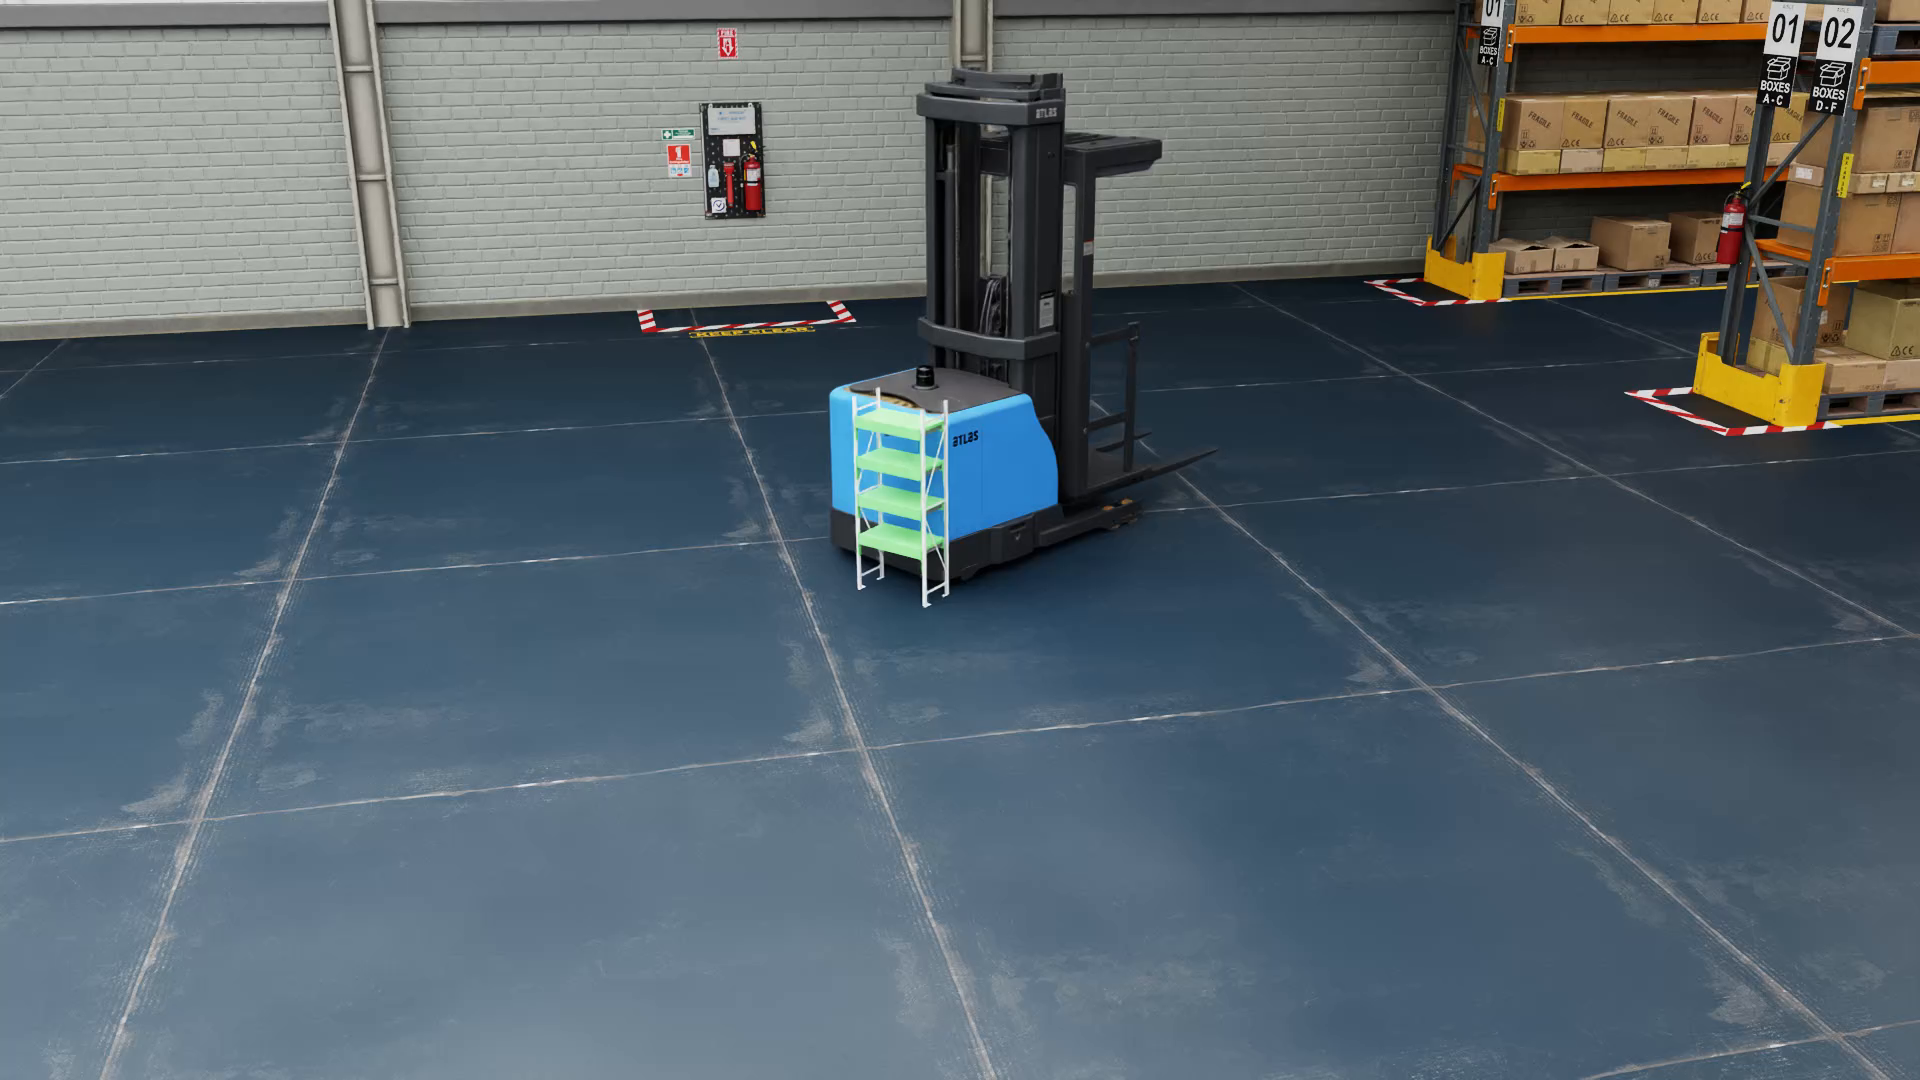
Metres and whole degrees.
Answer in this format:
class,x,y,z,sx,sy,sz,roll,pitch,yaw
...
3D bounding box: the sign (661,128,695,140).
class,x,y,z,sx,sy,sz,roll,pitch,yaw
sign,-2.858,-4.116,16.867,0.331,0.109,0.001,-5,21,-12

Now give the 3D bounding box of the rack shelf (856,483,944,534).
class,x,y,z,sx,sy,sz,roll,pitch,yaw
rack shelf,-0.343,-0.189,9.768,0.480,0.148,0.258,14,25,33

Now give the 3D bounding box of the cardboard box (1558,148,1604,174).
class,x,y,z,sx,sy,sz,roll,pitch,yaw
cardboard box,6.518,-4.092,17.813,0.500,0.250,0.500,-5,21,-14

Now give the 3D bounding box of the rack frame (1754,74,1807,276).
class,x,y,z,sx,sy,sz,roll,pitch,yaw
rack frame,9.361,-4.491,18.715,0.127,3.000,1.000,-5,21,-12

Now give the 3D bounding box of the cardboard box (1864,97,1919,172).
class,x,y,z,sx,sy,sz,roll,pitch,yaw
cardboard box,7.631,-3.253,13.303,0.500,0.500,0.700,-5,21,-14

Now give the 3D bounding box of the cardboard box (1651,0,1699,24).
class,x,y,z,sx,sy,sz,roll,pitch,yaw
cardboard box,7.403,-5.705,17.492,0.500,0.500,0.500,-3,20,-9

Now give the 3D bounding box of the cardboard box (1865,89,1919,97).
class,x,y,z,sx,sy,sz,roll,pitch,yaw
cardboard box,10.409,-4.816,18.815,0.500,0.500,0.700,-3,20,-7

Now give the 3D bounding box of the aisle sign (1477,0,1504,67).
class,x,y,z,sx,sy,sz,roll,pitch,yaw
aisle sign,5.467,-5.289,17.113,0.004,0.787,0.394,-5,21,-12

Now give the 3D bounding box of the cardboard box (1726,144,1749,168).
class,x,y,z,sx,sy,sz,roll,pitch,yaw
cardboard box,8.483,-4.255,18.258,0.500,0.250,0.500,-5,21,-12

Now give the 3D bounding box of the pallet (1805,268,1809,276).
class,x,y,z,sx,sy,sz,roll,pitch,yaw
pallet,10.118,-3.244,19.364,1.213,0.211,1.003,-5,21,-12

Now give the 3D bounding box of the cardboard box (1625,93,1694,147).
class,x,y,z,sx,sy,sz,roll,pitch,yaw
cardboard box,7.489,-4.522,17.898,0.500,0.500,0.500,-4,20,-11

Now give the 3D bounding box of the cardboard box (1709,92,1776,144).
class,x,y,z,sx,sy,sz,roll,pitch,yaw
cardboard box,8.488,-4.600,18.110,0.500,0.500,0.500,-5,21,-13

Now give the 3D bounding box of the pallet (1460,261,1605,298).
class,x,y,z,sx,sy,sz,roll,pitch,yaw
pallet,6.341,-2.924,18.490,1.213,0.211,1.003,-5,21,-12

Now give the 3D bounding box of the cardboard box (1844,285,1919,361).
class,x,y,z,sx,sy,sz,roll,pitch,yaw
cardboard box,7.671,-1.783,13.619,0.500,0.500,0.500,-5,21,-12

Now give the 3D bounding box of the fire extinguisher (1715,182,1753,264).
class,x,y,z,sx,sy,sz,roll,pitch,yaw
fire extinguisher,6.390,-2.627,13.737,0.183,0.674,0.296,-5,21,-12

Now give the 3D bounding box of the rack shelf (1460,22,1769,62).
class,x,y,z,sx,sy,sz,roll,pitch,yaw
rack shelf,7.415,-5.404,17.890,4.000,0.370,1.077,-5,21,-12

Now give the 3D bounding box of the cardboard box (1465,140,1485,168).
class,x,y,z,sx,sy,sz,roll,pitch,yaw
cardboard box,5.878,-4.216,18.151,0.500,0.250,0.500,-4,21,-12

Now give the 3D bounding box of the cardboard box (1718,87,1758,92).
class,x,y,z,sx,sy,sz,roll,pitch,yaw
cardboard box,8.855,-4.815,18.697,0.500,0.500,0.500,-5,21,-14

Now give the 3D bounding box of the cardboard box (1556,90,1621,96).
class,x,y,z,sx,sy,sz,roll,pitch,yaw
cardboard box,6.872,-4.653,18.255,0.500,0.500,0.500,-5,21,-14

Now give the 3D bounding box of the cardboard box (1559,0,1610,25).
class,x,y,z,sx,sy,sz,roll,pitch,yaw
cardboard box,6.382,-5.613,17.241,0.500,0.500,0.500,-3,20,-9

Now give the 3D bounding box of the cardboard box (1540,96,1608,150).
class,x,y,z,sx,sy,sz,roll,pitch,yaw
cardboard box,6.485,-4.439,17.670,0.500,0.500,0.500,-5,21,-12

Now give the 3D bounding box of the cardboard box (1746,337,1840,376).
class,x,y,z,sx,sy,sz,roll,pitch,yaw
cardboard box,7.066,-1.564,14.111,0.500,0.250,0.500,-5,21,-12

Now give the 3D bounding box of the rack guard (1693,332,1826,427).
class,x,y,z,sx,sy,sz,roll,pitch,yaw
rack guard,6.588,-1.341,13.749,0.348,0.500,1.175,-5,21,-12

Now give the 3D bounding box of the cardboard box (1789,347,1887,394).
class,x,y,z,sx,sy,sz,roll,pitch,yaw
cardboard box,7.185,-1.391,13.638,0.500,0.250,0.500,-5,21,-12

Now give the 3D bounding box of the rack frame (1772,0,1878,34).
class,x,y,z,sx,sy,sz,roll,pitch,yaw
rack frame,6.612,-5.334,12.293,0.127,3.000,1.000,-5,21,-12

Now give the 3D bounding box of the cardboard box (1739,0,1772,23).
class,x,y,z,sx,sy,sz,roll,pitch,yaw
cardboard box,8.431,-5.798,17.745,0.500,0.500,0.500,-6,21,-17

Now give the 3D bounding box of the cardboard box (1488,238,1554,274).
class,x,y,z,sx,sy,sz,roll,pitch,yaw
cardboard box,6.162,-3.143,18.304,0.500,0.311,0.500,-7,21,-19

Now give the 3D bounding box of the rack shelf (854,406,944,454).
class,x,y,z,sx,sy,sz,roll,pitch,yaw
rack shelf,-0.345,-0.638,9.600,0.480,0.148,0.258,14,25,33

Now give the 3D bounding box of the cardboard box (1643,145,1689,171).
class,x,y,z,sx,sy,sz,roll,pitch,yaw
cardboard box,7.508,-4.170,18.025,0.500,0.250,0.500,-4,21,-12

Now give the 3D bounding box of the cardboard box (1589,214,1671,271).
class,x,y,z,sx,sy,sz,roll,pitch,yaw
cardboard box,7.442,-3.319,18.508,0.500,0.500,0.700,-6,21,-16

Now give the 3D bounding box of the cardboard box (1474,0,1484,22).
class,x,y,z,sx,sy,sz,roll,pitch,yaw
cardboard box,5.816,-5.757,17.635,0.500,0.500,0.500,-3,20,-9

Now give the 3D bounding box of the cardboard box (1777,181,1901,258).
class,x,y,z,sx,sy,sz,roll,pitch,yaw
cardboard box,7.069,-2.596,13.396,0.500,0.500,0.700,-5,21,-12

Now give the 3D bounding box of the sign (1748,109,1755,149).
class,x,y,z,sx,sy,sz,roll,pitch,yaw
sign,6.500,-3.355,13.583,0.005,0.325,0.100,-5,21,-12

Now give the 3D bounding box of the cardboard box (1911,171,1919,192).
class,x,y,z,sx,sy,sz,roll,pitch,yaw
cardboard box,7.543,-2.868,13.196,0.250,0.149,0.380,-5,21,-12

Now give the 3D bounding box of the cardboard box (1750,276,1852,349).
class,x,y,z,sx,sy,sz,roll,pitch,yaw
cardboard box,7.065,-1.917,13.984,0.500,0.500,0.500,-5,21,-12

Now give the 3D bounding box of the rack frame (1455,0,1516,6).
class,x,y,z,sx,sy,sz,roll,pitch,yaw
rack frame,5.468,-6.992,16.818,0.127,3.000,1.000,-5,21,-12

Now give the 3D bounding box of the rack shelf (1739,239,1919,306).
class,x,y,z,sx,sy,sz,roll,pitch,yaw
rack shelf,8.558,-2.337,13.880,4.000,0.370,1.077,-5,21,-12

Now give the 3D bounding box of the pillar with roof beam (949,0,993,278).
class,x,y,z,sx,sy,sz,roll,pitch,yaw
pillar with roof beam,1.102,-5.421,12.530,0.400,9.000,9.100,-5,21,-12

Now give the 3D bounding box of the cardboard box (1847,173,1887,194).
class,x,y,z,sx,sy,sz,roll,pitch,yaw
cardboard box,7.043,-2.827,13.084,0.250,0.149,0.380,-5,21,-13

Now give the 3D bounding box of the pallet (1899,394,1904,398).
class,x,y,z,sx,sy,sz,roll,pitch,yaw
pallet,8.531,-1.377,14.268,1.213,0.211,1.003,-5,21,-12

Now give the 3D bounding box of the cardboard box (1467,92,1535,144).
class,x,y,z,sx,sy,sz,roll,pitch,yaw
cardboard box,5.878,-4.574,18.040,0.500,0.500,0.500,-5,21,-13

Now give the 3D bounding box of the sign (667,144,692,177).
class,x,y,z,sx,sy,sz,roll,pitch,yaw
sign,-2.864,-3.869,16.965,0.234,0.329,0.001,-5,21,-12

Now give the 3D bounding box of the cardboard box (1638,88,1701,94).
class,x,y,z,sx,sy,sz,roll,pitch,yaw
cardboard box,7.865,-4.738,18.486,0.500,0.500,0.500,-4,21,-11

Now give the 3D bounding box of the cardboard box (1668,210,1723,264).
class,x,y,z,sx,sy,sz,roll,pitch,yaw
cardboard box,8.360,-3.429,18.808,0.500,0.500,0.500,-6,21,-17

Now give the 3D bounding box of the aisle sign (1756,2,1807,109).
class,x,y,z,sx,sy,sz,roll,pitch,yaw
aisle sign,6.480,-3.831,13.132,0.004,0.787,0.394,-5,21,-12

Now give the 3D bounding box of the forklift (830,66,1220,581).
class,x,y,z,sx,sy,sz,roll,pitch,yaw
forklift,0.574,-1.547,10.777,1.130,2.935,3.031,19,27,41

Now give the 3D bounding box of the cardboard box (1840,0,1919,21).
class,x,y,z,sx,sy,sz,roll,pitch,yaw
cardboard box,7.172,-4.281,12.815,0.637,0.503,0.797,-3,20,-9

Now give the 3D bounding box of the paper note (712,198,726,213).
class,x,y,z,sx,sy,sz,roll,pitch,yaw
paper note,-2.490,-3.457,17.173,0.142,0.148,0.016,-5,21,-12

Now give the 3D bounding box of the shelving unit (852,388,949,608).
class,x,y,z,sx,sy,sz,roll,pitch,yaw
shelving unit,-0.343,-0.248,9.745,0.503,1.200,0.258,14,25,33

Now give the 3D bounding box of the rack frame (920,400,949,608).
class,x,y,z,sx,sy,sz,roll,pitch,yaw
rack frame,-0.144,-0.200,9.613,0.015,1.200,0.240,14,25,33
